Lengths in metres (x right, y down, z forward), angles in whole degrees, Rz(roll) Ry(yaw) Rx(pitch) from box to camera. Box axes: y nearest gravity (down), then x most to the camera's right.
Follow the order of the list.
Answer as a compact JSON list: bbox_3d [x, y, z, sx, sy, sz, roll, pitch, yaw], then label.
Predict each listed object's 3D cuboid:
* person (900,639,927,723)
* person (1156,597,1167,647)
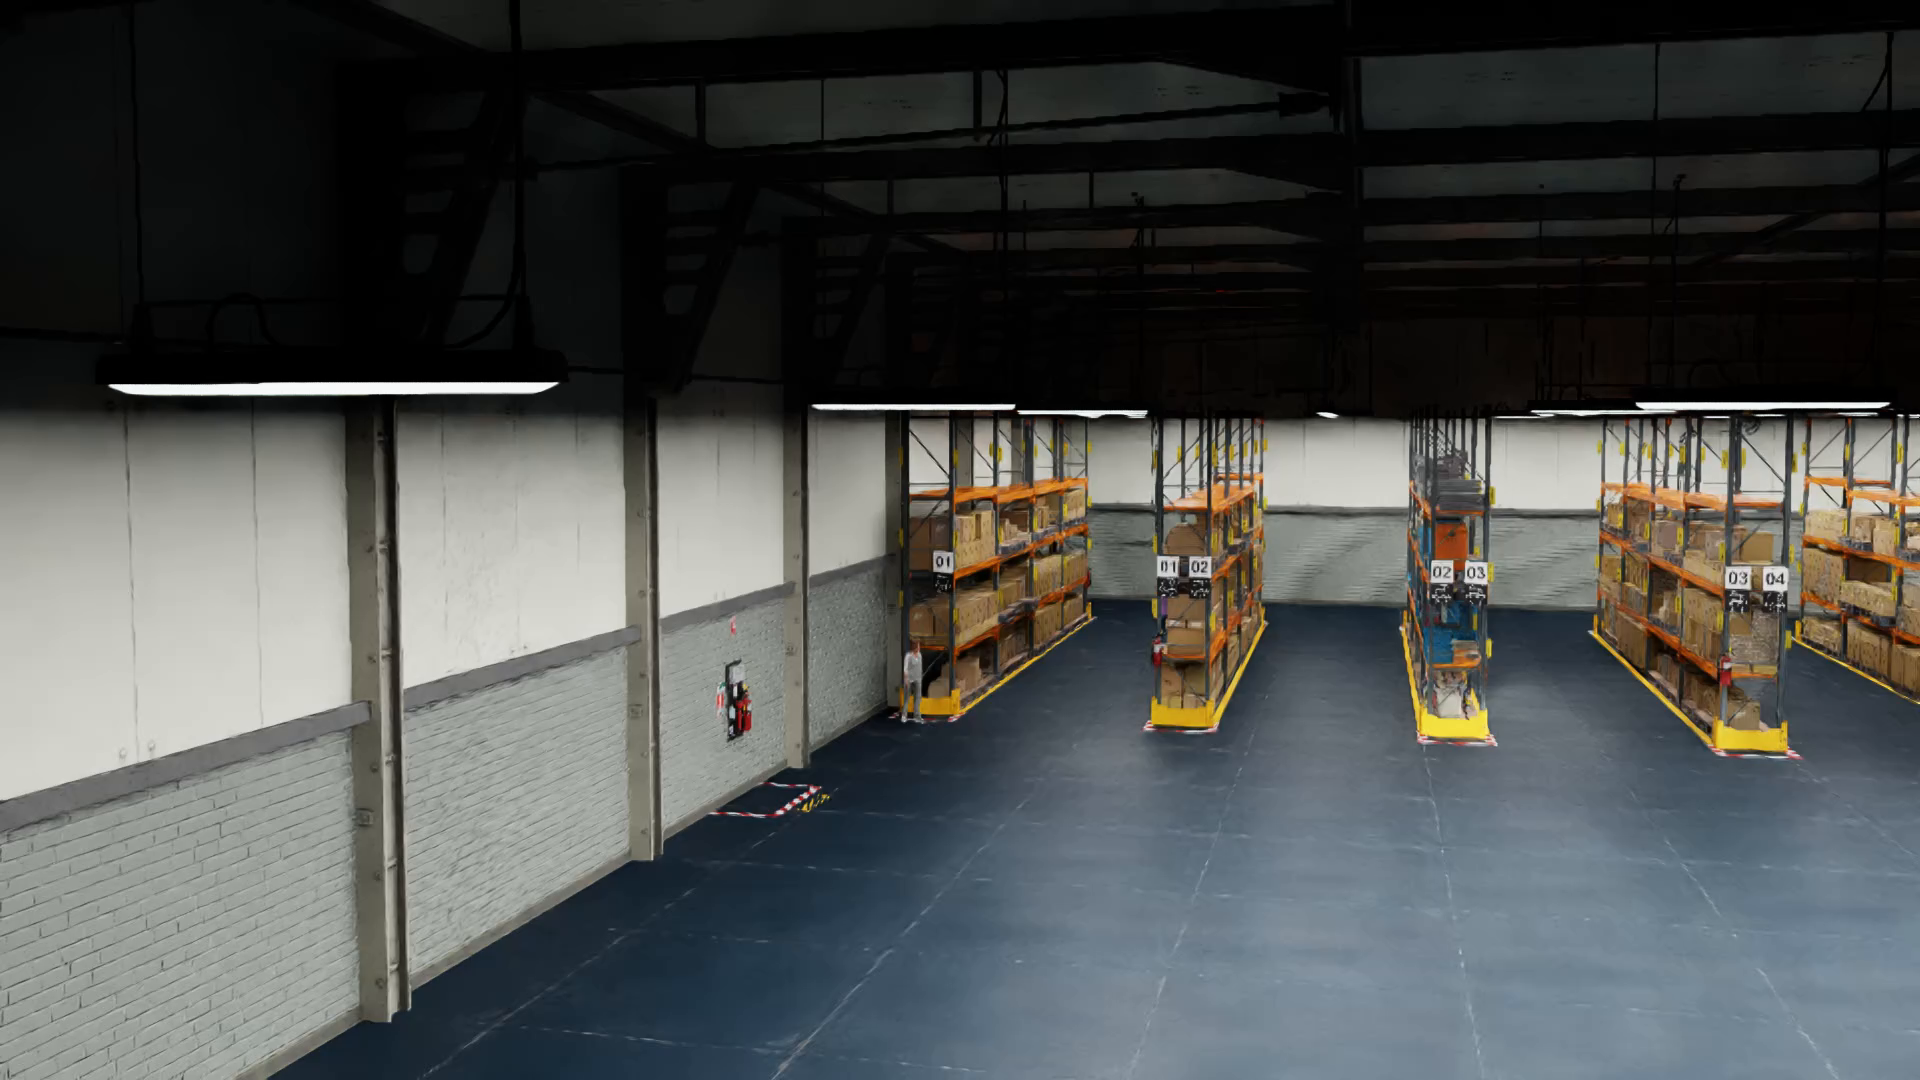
[{"bbox_3d":[-0.904,2.671,31.530,0.458,1.601,0.493,-3,5,-33],"label":"person"},{"bbox_3d":[5.085,1.902,42.002,0.467,1.599,0.449,-4,6,-44],"label":"person"}]
